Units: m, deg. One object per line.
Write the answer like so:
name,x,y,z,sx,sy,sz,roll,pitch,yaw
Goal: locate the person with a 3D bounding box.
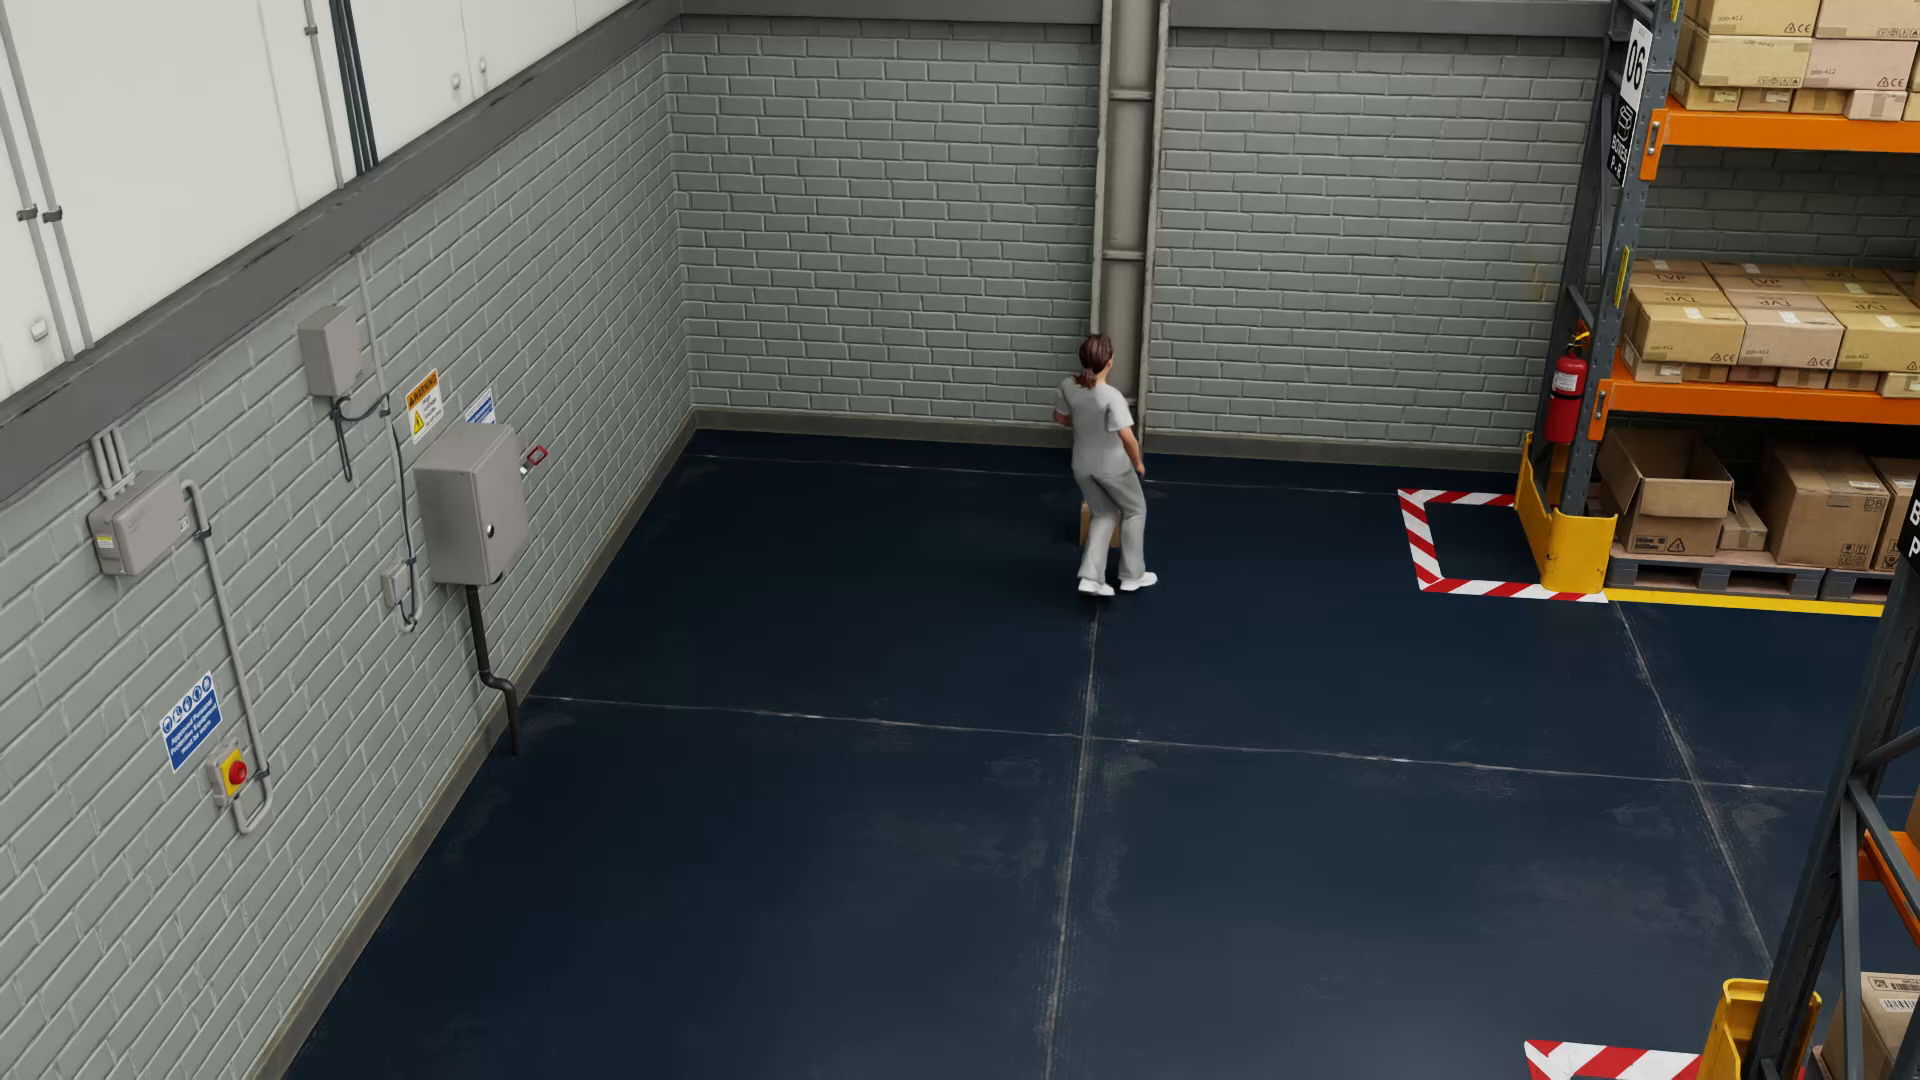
person,0.813,-0.417,9.471,0.618,1.647,0.676,20,35,33
